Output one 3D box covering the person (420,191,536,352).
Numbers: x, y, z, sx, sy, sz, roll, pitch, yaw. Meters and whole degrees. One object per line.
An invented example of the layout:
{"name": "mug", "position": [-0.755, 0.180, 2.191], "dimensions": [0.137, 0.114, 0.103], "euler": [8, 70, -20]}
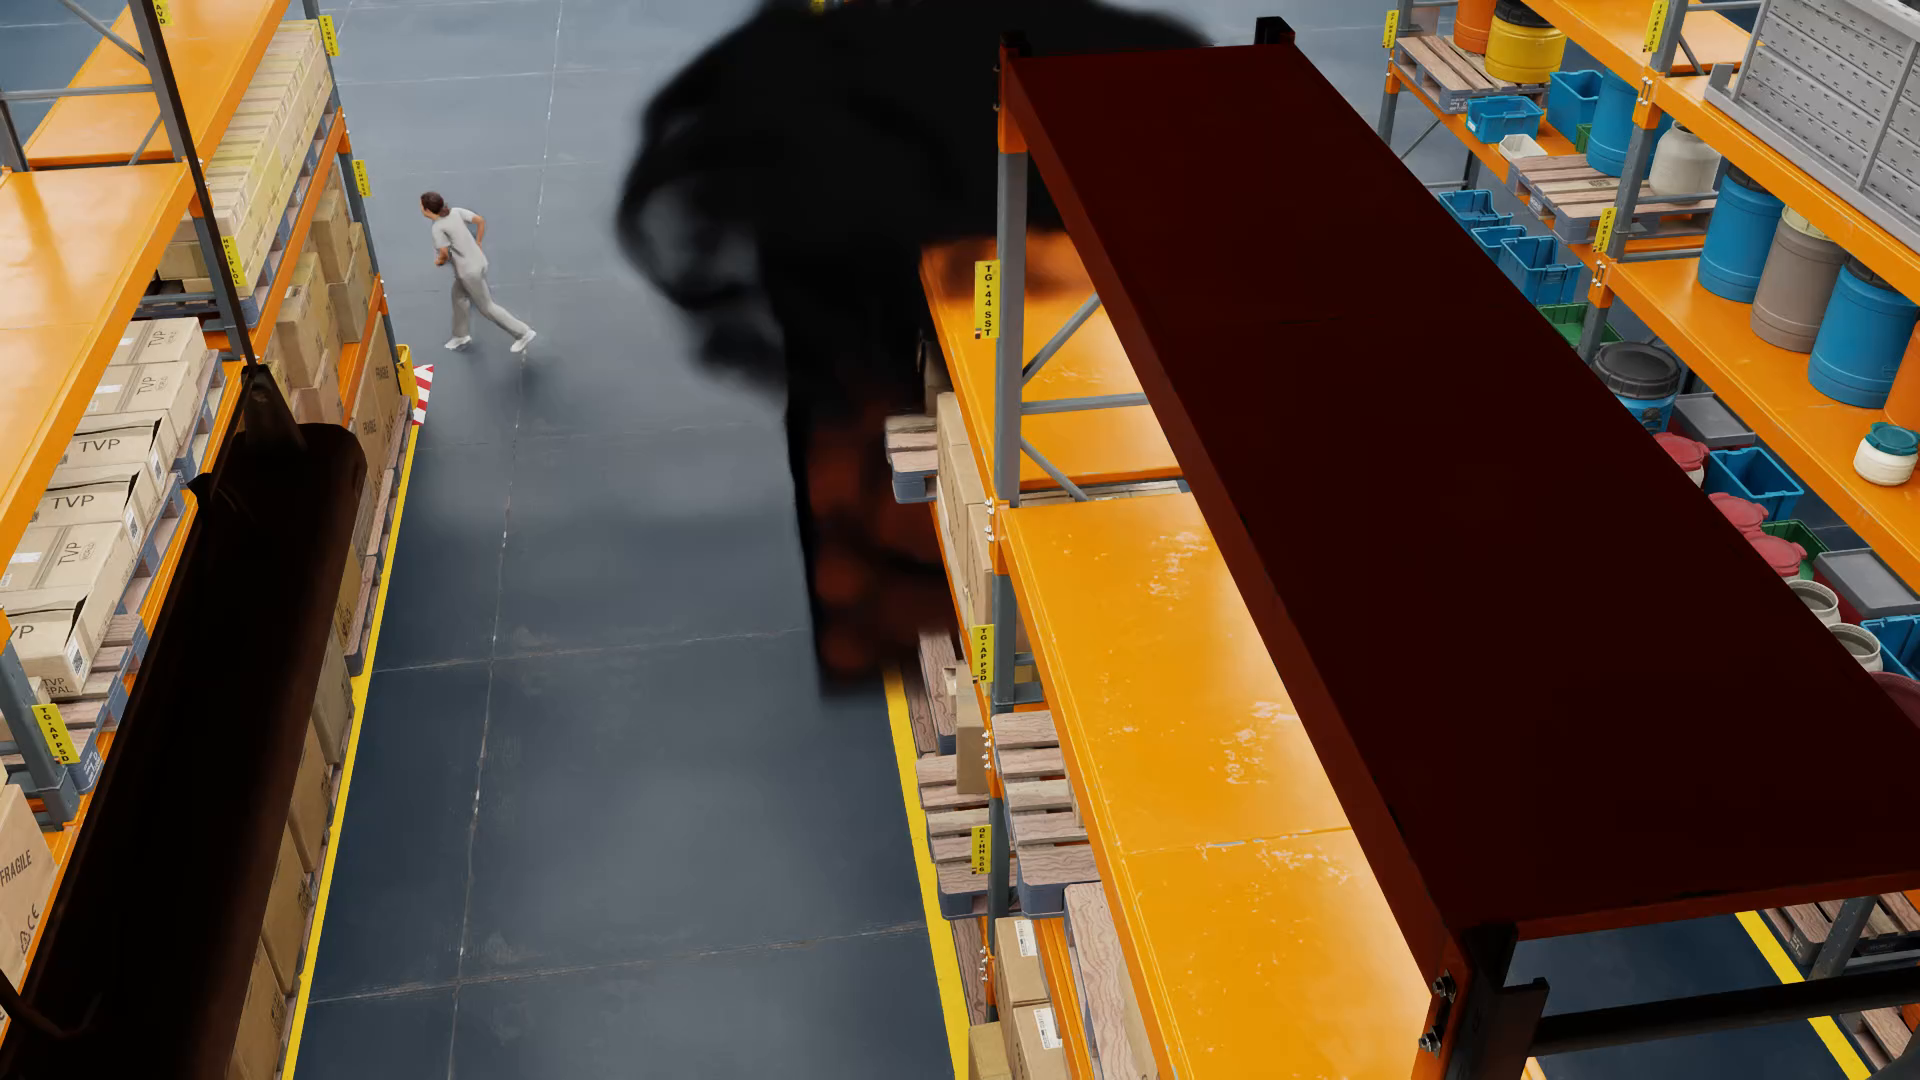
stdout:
{"name": "person", "position": [-4.472, -2.443, 15.468], "dimensions": [1.003, 1.626, 0.602], "euler": [12, 38, 16]}
